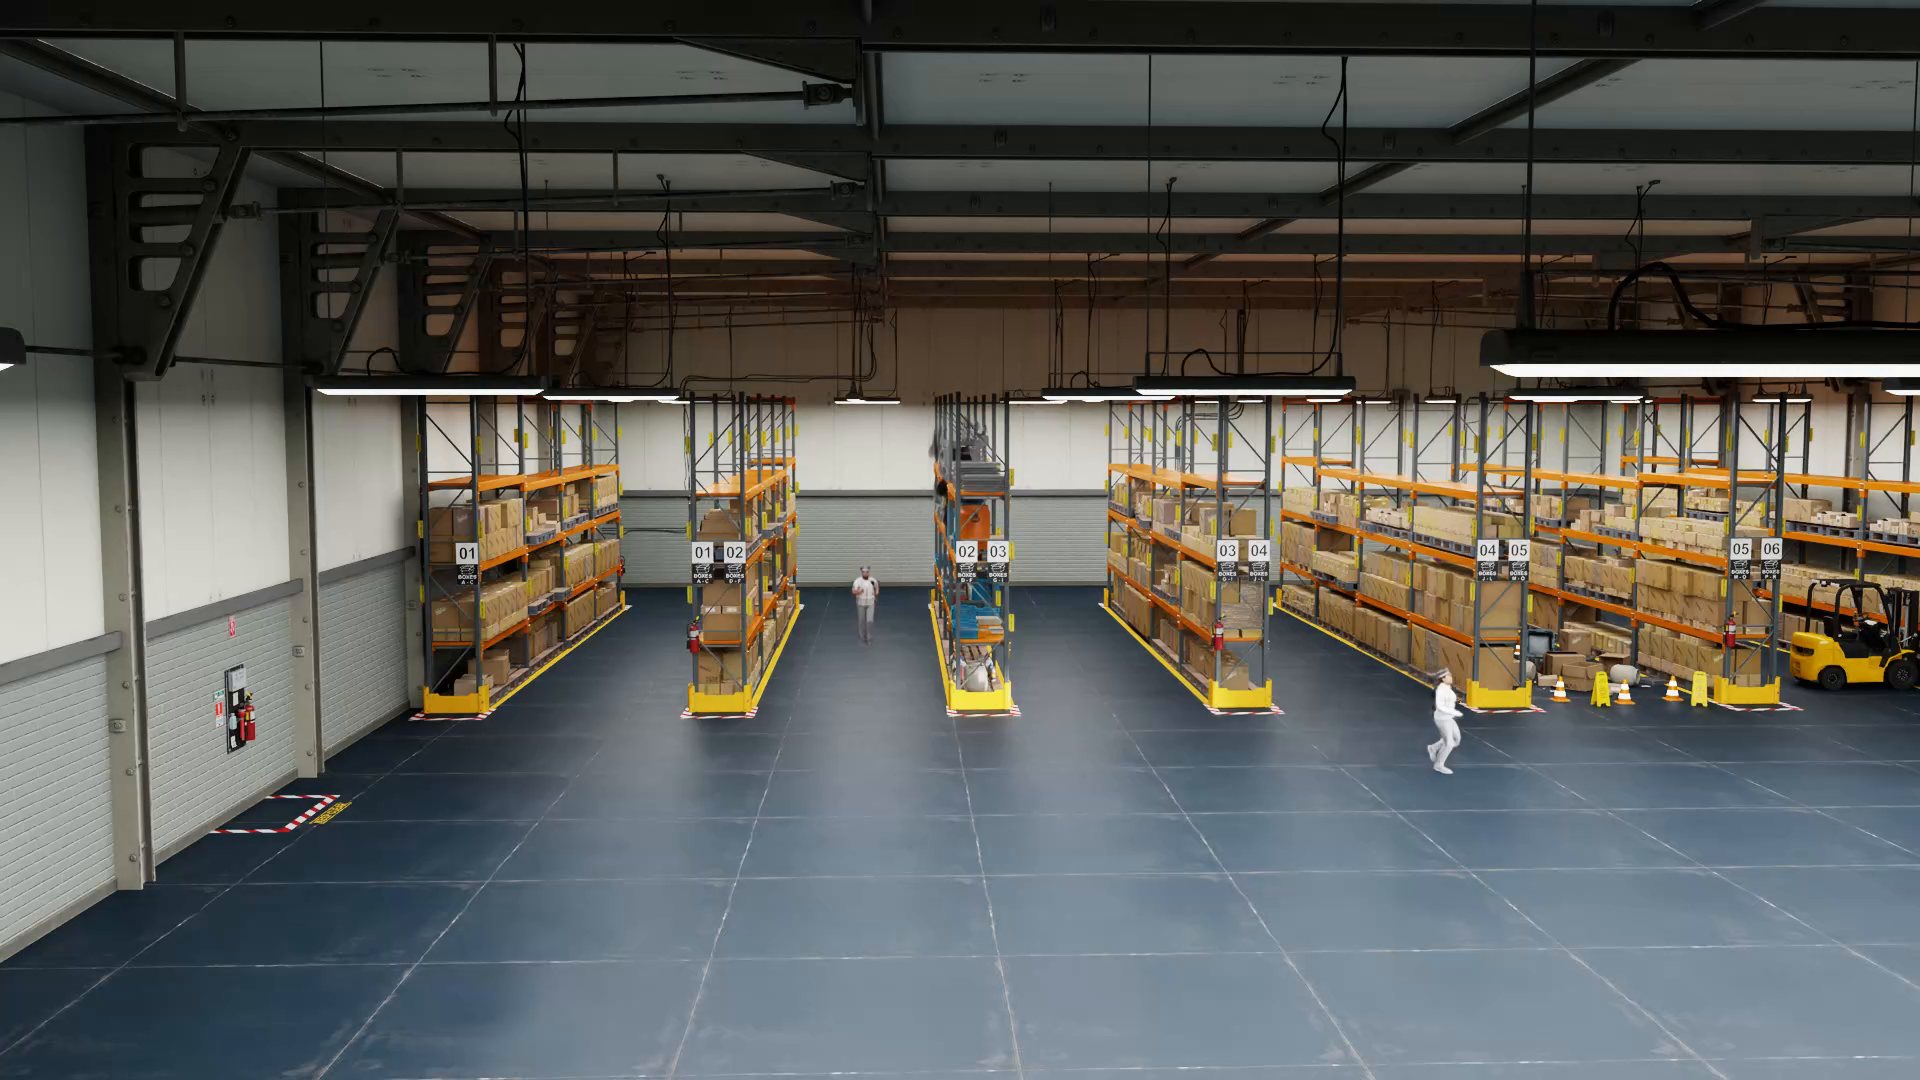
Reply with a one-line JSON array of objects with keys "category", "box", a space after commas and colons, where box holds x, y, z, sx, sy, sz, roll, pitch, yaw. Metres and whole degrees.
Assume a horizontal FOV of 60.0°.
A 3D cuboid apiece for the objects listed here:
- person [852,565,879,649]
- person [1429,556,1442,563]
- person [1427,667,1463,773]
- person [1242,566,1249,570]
[{"category": "person", "box": [-2.151, 1.521, 38.036, 0.640, 1.894, 0.729, -1, 5, -8]}, {"category": "person", "box": [14.102, 0.895, 49.324, 0.944, 1.738, 0.747, 1, 5, 10]}, {"category": "person", "box": [7.604, 2.812, 26.055, 0.561, 1.665, 0.657, 2, 5, 27]}, {"category": "person", "box": [7.937, 1.249, 46.222, 0.540, 1.581, 0.682, 0, 5, 3]}]
